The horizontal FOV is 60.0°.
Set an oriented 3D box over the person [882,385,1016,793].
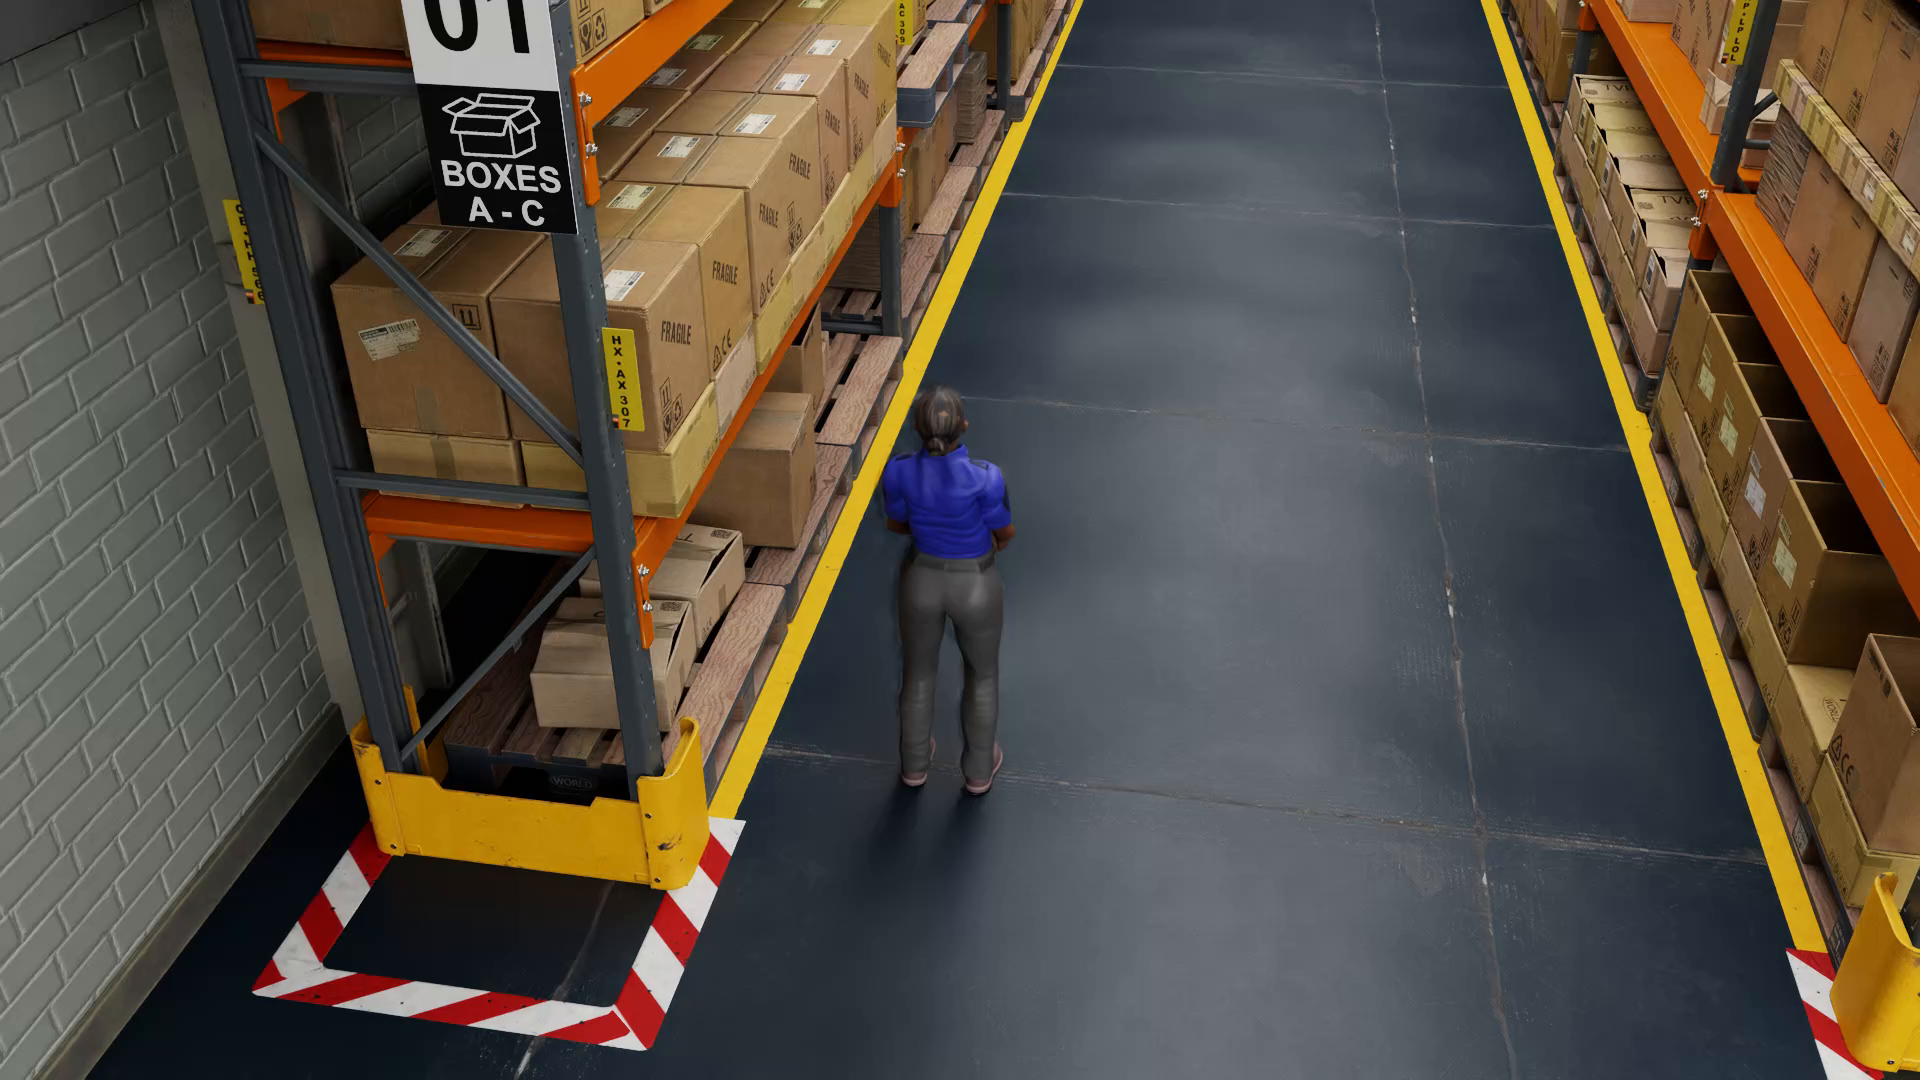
[{"bbox_3d":[-0.023,0.136,5.934,0.454,1.652,0.511,6,33,10],"label":"person"}]
